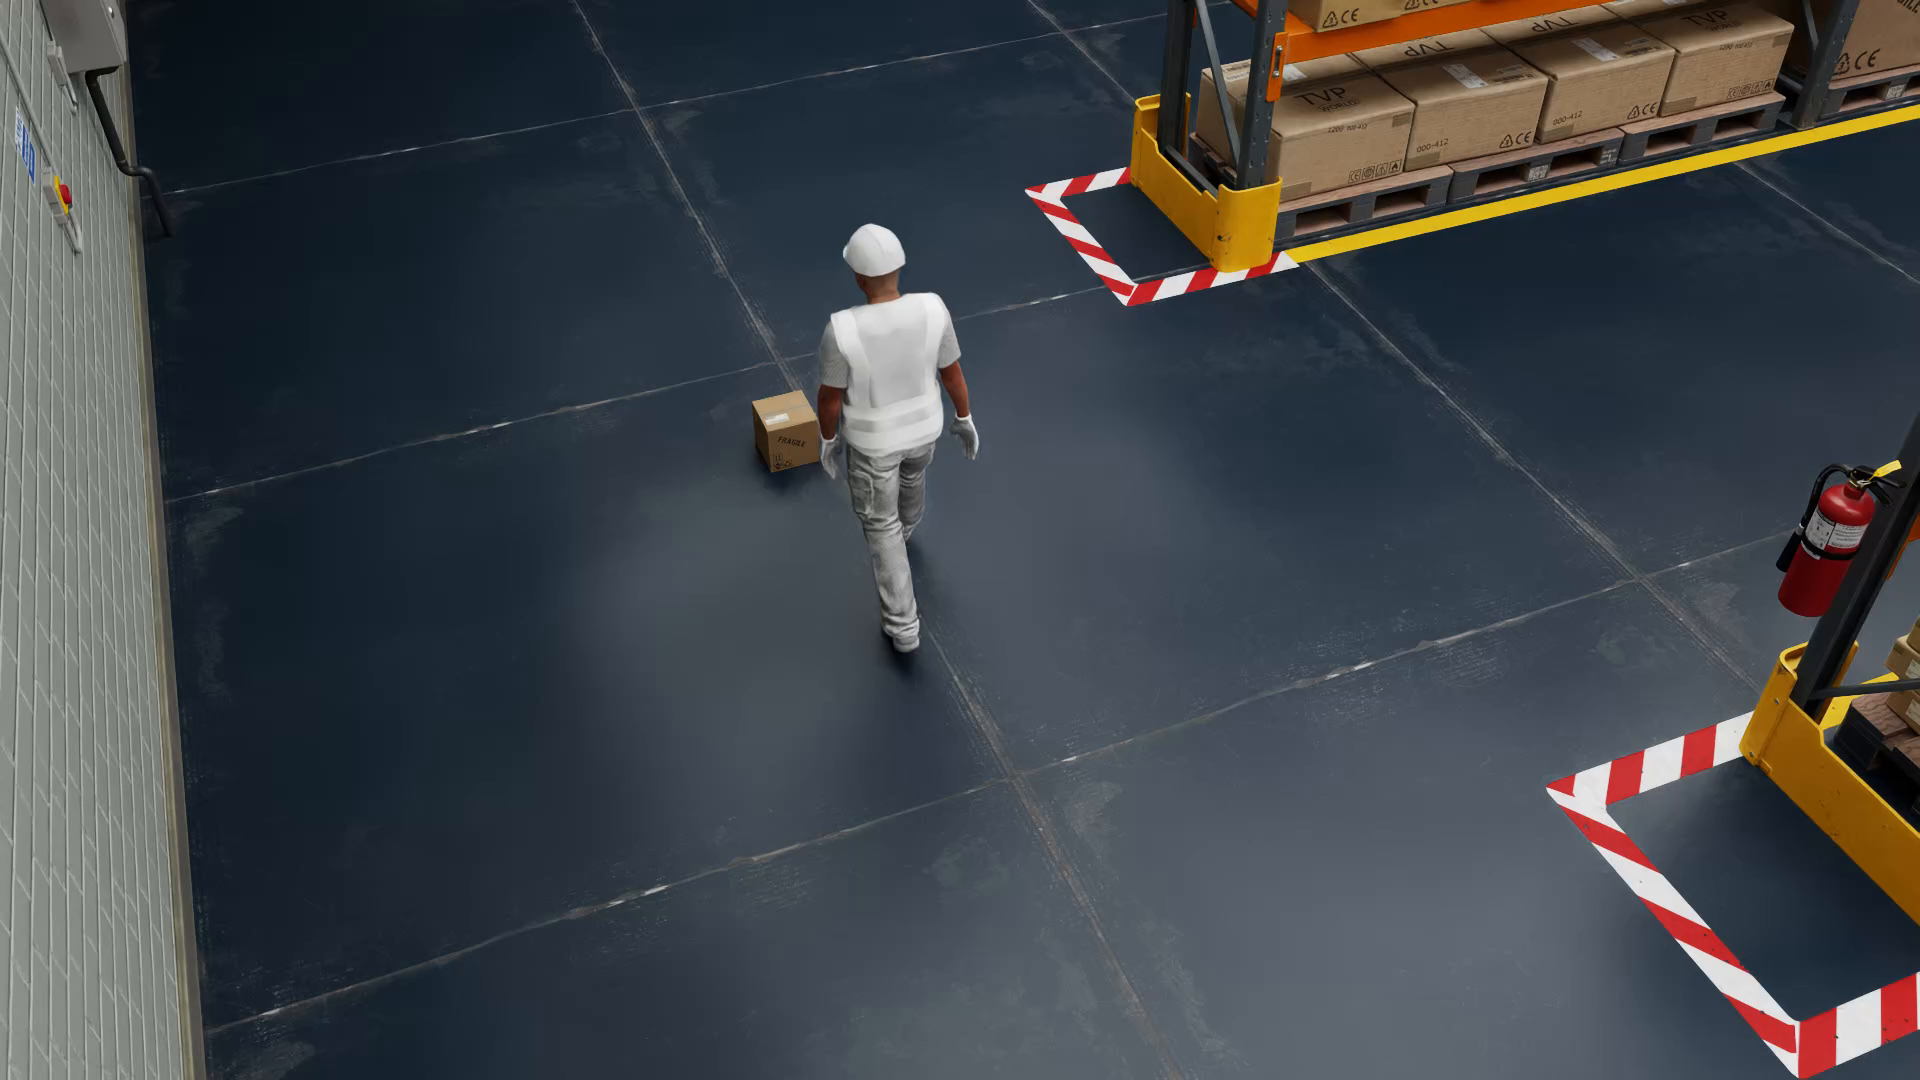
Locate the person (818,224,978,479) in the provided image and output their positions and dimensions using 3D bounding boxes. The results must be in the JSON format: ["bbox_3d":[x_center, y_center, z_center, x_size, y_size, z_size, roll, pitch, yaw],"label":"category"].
[{"bbox_3d":[-0.274,-0.733,6.479,0.628,1.066,0.403,-16,44,-18],"label":"person"}]
